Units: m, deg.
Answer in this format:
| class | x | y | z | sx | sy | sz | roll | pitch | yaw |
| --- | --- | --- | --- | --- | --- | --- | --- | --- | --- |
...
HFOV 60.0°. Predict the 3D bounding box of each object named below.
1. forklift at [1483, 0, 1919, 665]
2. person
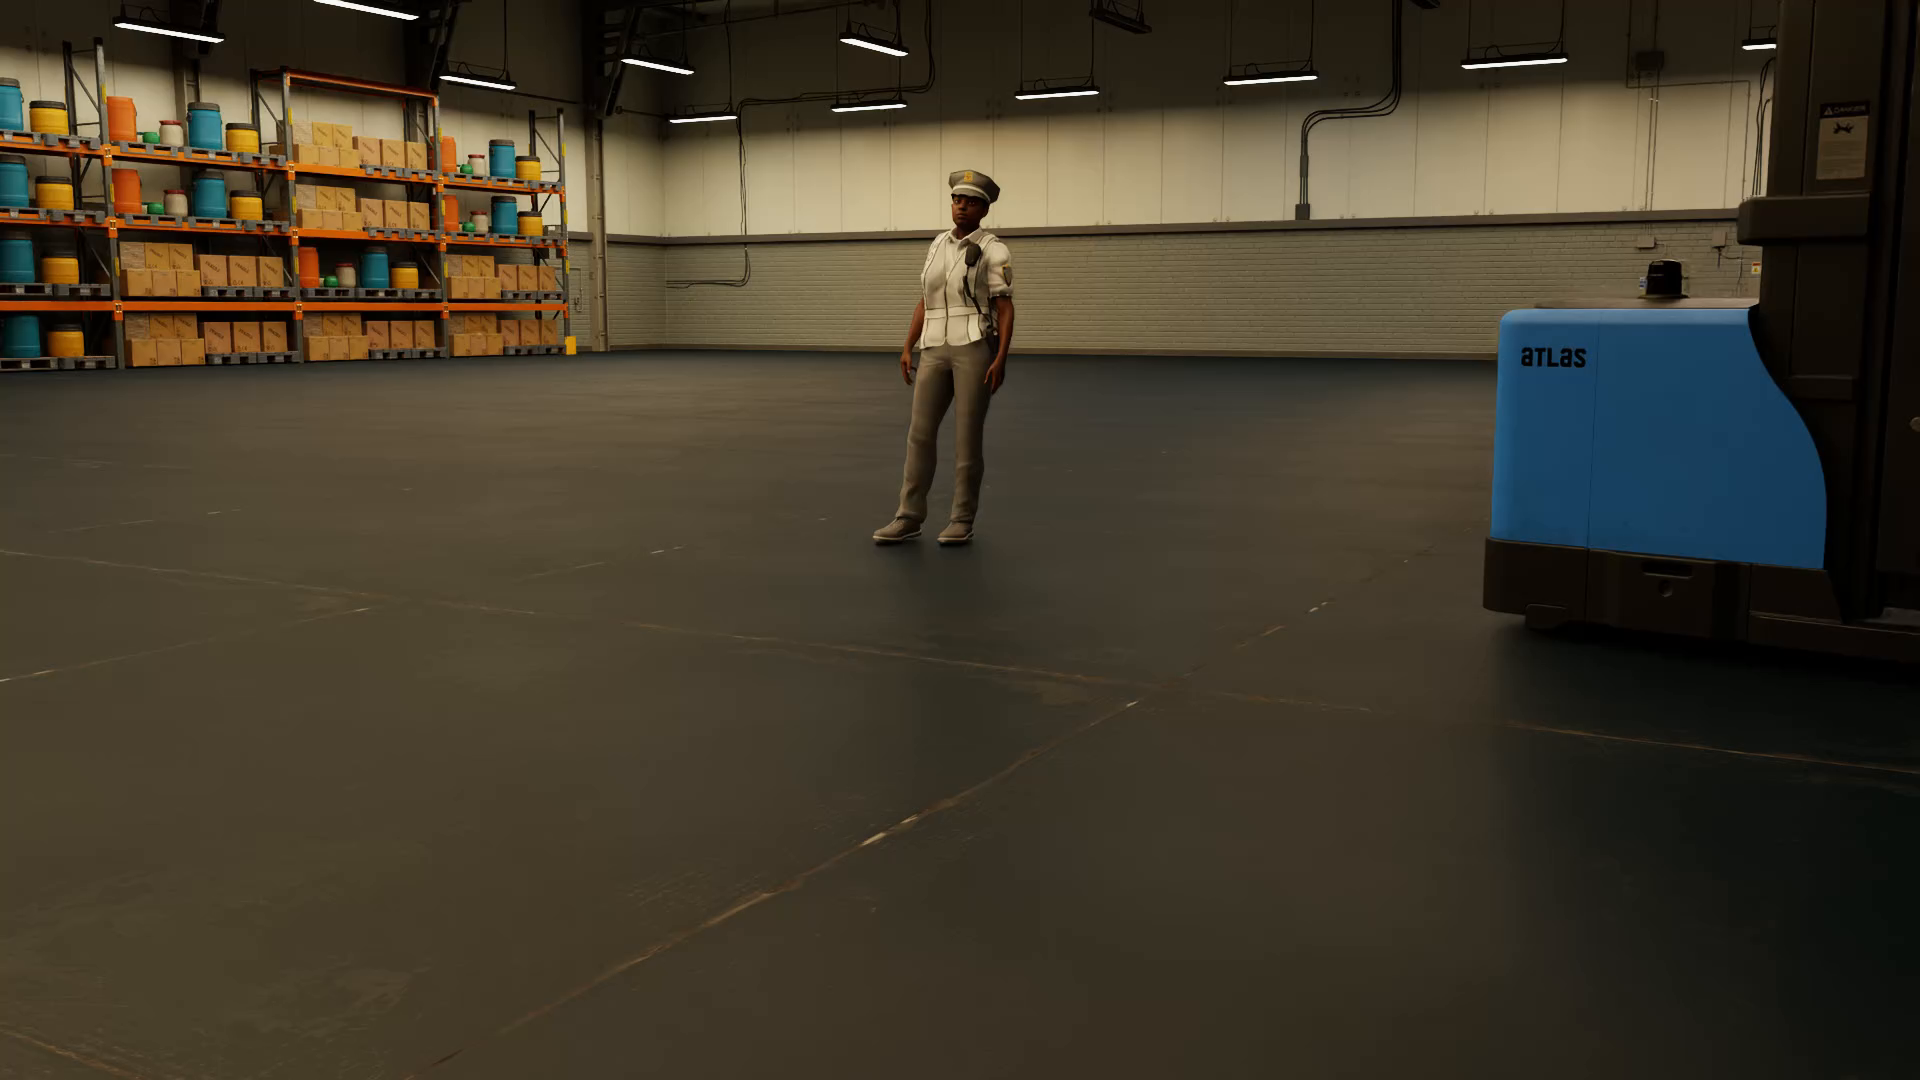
| class | x | y | z | sx | sy | sz | roll | pitch | yaw |
| --- | --- | --- | --- | --- | --- | --- | --- | --- | --- |
| forklift | 3.219 | -1.068 | 4.835 | 3.031 | 2.935 | 1.130 | 7 | 10 | 40 |
| person | -0.054 | -0.838 | 7.642 | 0.569 | 1.693 | 0.528 | 4 | 9 | 29 |
